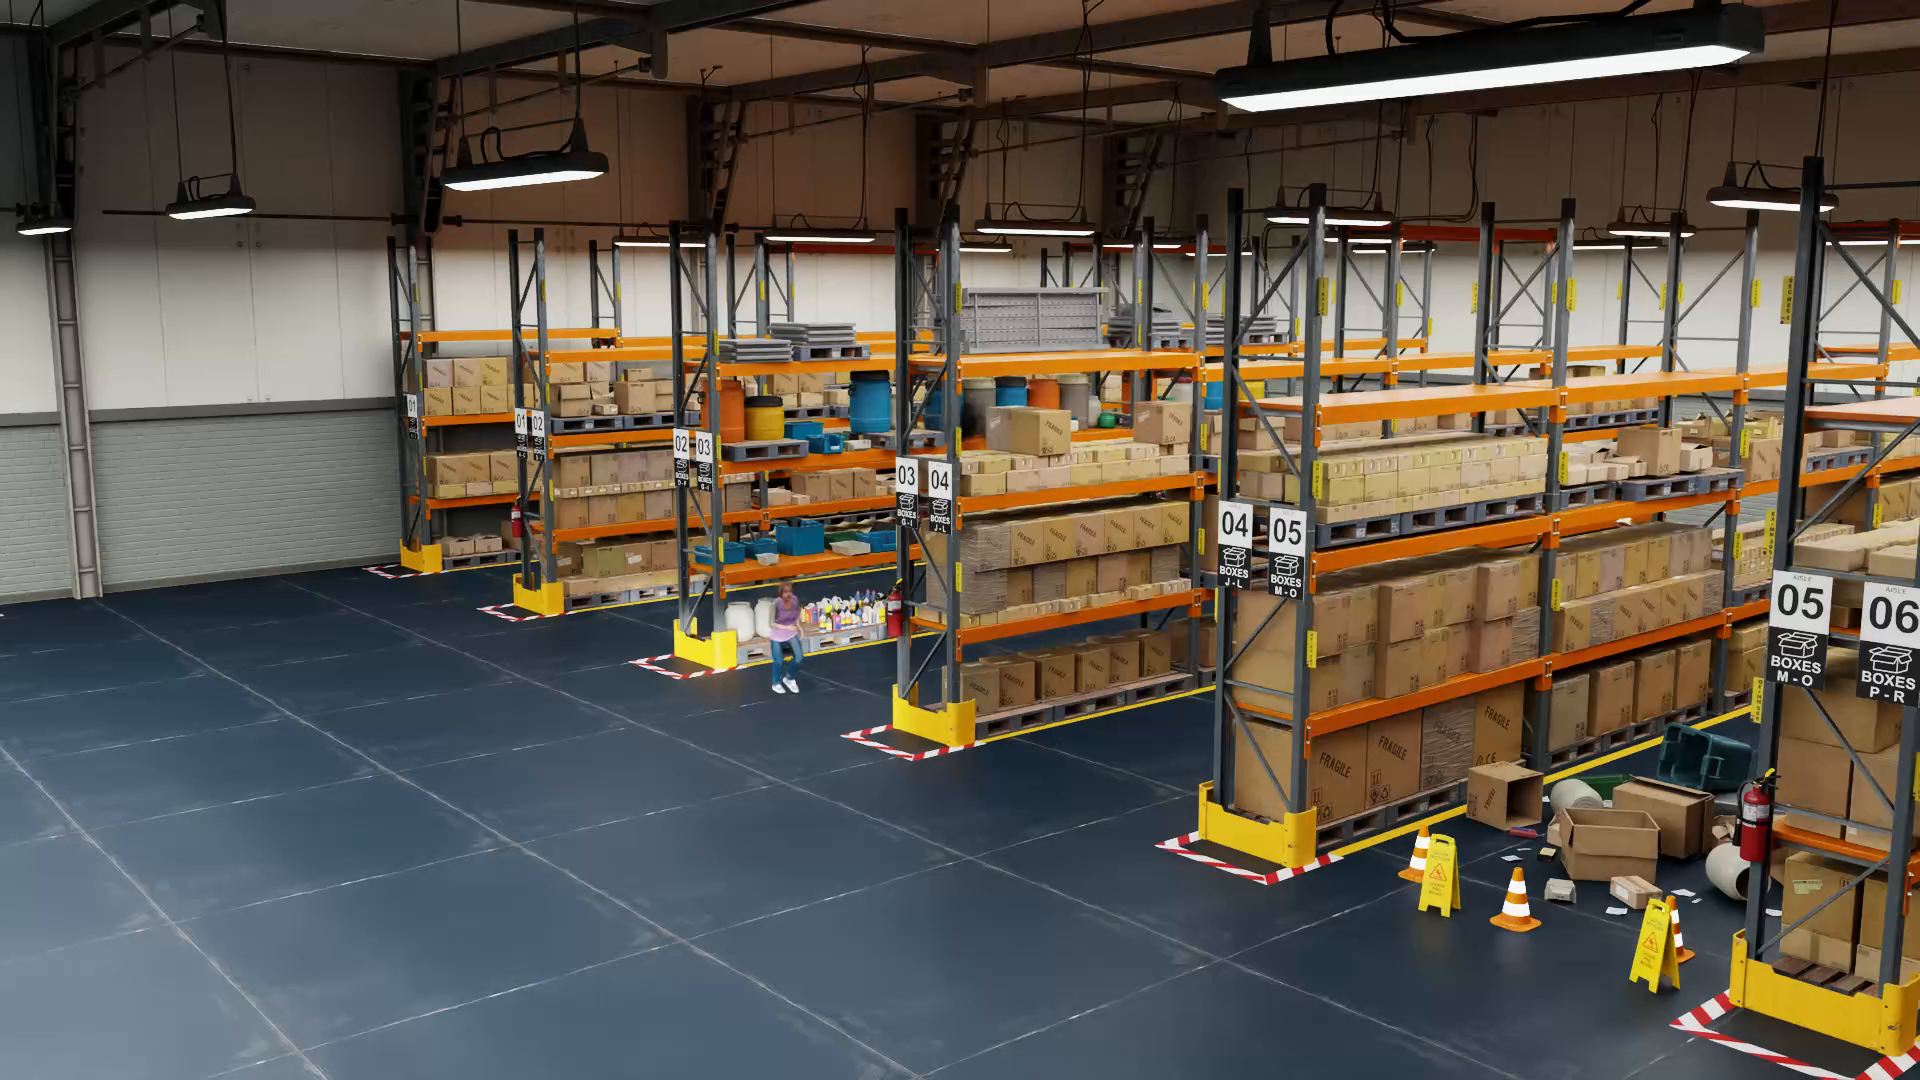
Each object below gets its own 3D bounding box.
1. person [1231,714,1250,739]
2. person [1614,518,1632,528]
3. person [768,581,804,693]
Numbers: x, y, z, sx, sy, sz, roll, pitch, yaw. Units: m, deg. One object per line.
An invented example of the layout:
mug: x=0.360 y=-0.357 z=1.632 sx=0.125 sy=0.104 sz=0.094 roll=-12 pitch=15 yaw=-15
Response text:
person: x=3.121 y=1.760 z=17.753 sx=0.853 sy=1.419 sz=0.552 roll=-4 pitch=10 yaw=-24
person: x=9.765 y=0.513 z=24.682 sx=0.621 sy=1.801 sz=0.726 roll=7 pitch=11 yaw=39
person: x=-2.185 y=1.230 z=20.864 sx=0.526 sy=1.498 sz=0.834 roll=-4 pitch=10 yaw=-24
